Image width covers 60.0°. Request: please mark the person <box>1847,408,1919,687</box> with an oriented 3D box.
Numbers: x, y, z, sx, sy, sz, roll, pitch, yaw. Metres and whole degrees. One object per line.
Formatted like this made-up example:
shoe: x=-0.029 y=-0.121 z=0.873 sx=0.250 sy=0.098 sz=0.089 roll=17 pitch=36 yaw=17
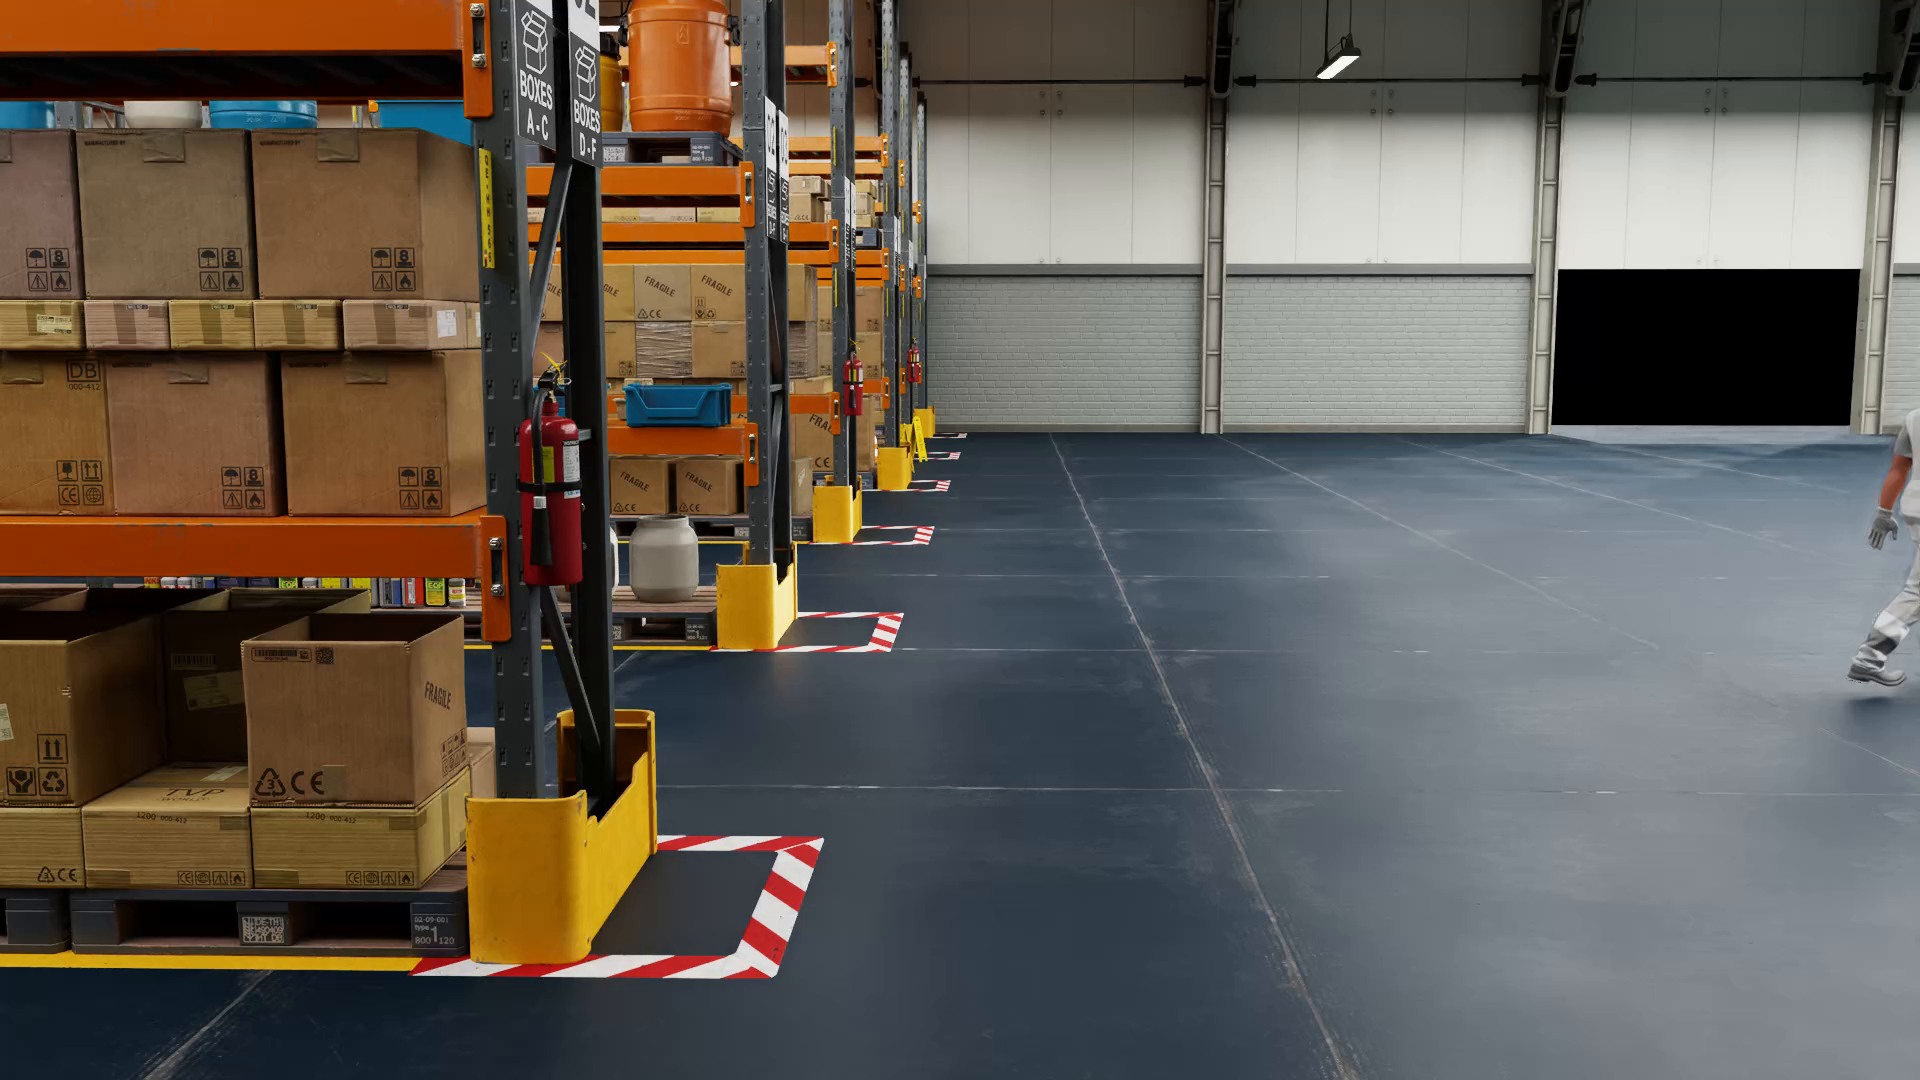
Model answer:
person: x=5.077 y=-0.098 z=8.530 sx=1.044 sy=1.740 sz=0.589 roll=-1 pitch=7 yaw=-5
